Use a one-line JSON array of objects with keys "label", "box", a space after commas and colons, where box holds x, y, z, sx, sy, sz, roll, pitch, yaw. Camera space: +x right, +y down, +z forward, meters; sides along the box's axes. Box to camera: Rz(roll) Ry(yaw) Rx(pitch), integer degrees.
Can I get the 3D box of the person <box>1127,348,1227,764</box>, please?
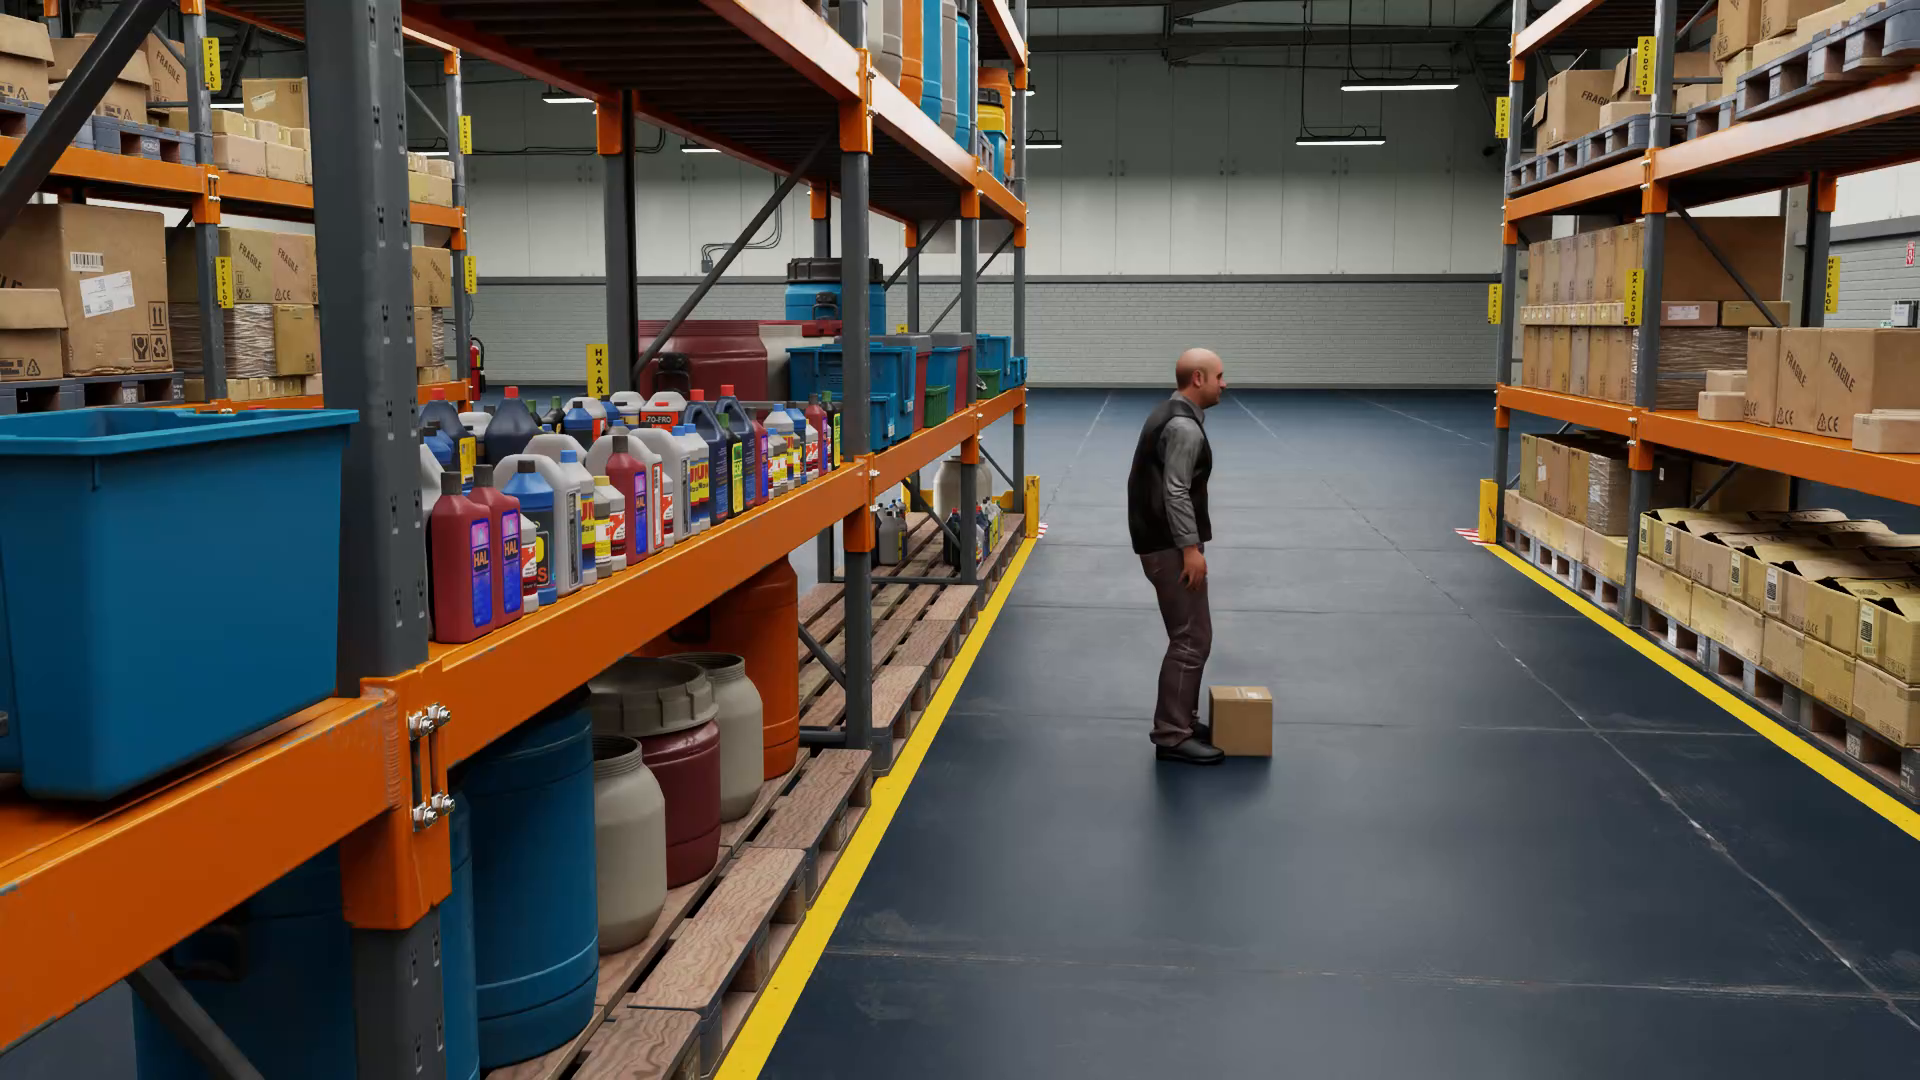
[{"label": "person", "box": [0.948, 0.048, 7.081, 0.474, 1.719, 0.577, 1, 8, 4]}]
